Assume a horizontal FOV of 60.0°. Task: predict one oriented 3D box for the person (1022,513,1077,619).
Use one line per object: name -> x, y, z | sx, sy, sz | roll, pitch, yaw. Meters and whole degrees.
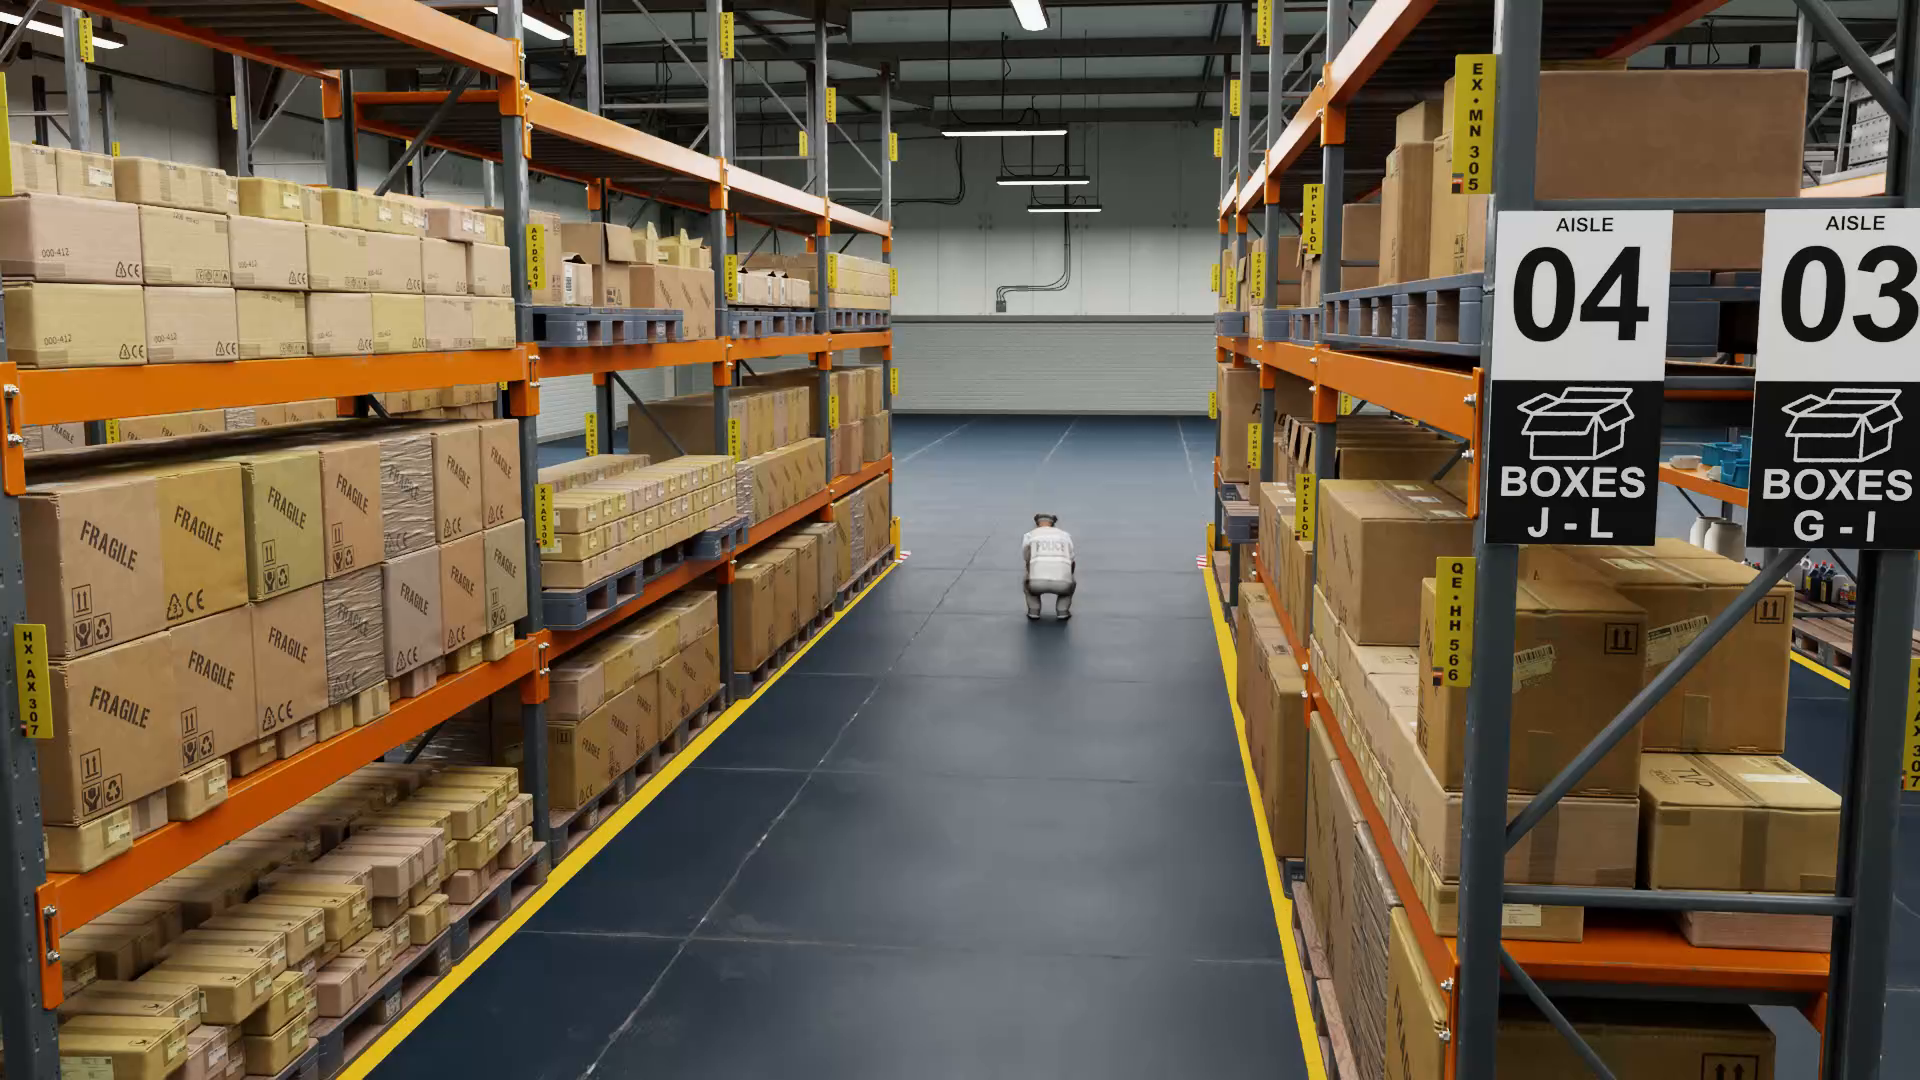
person -> 0.893, 0.261, 16.679 | 0.548, 1.011, 0.898 | 1, 8, 6
